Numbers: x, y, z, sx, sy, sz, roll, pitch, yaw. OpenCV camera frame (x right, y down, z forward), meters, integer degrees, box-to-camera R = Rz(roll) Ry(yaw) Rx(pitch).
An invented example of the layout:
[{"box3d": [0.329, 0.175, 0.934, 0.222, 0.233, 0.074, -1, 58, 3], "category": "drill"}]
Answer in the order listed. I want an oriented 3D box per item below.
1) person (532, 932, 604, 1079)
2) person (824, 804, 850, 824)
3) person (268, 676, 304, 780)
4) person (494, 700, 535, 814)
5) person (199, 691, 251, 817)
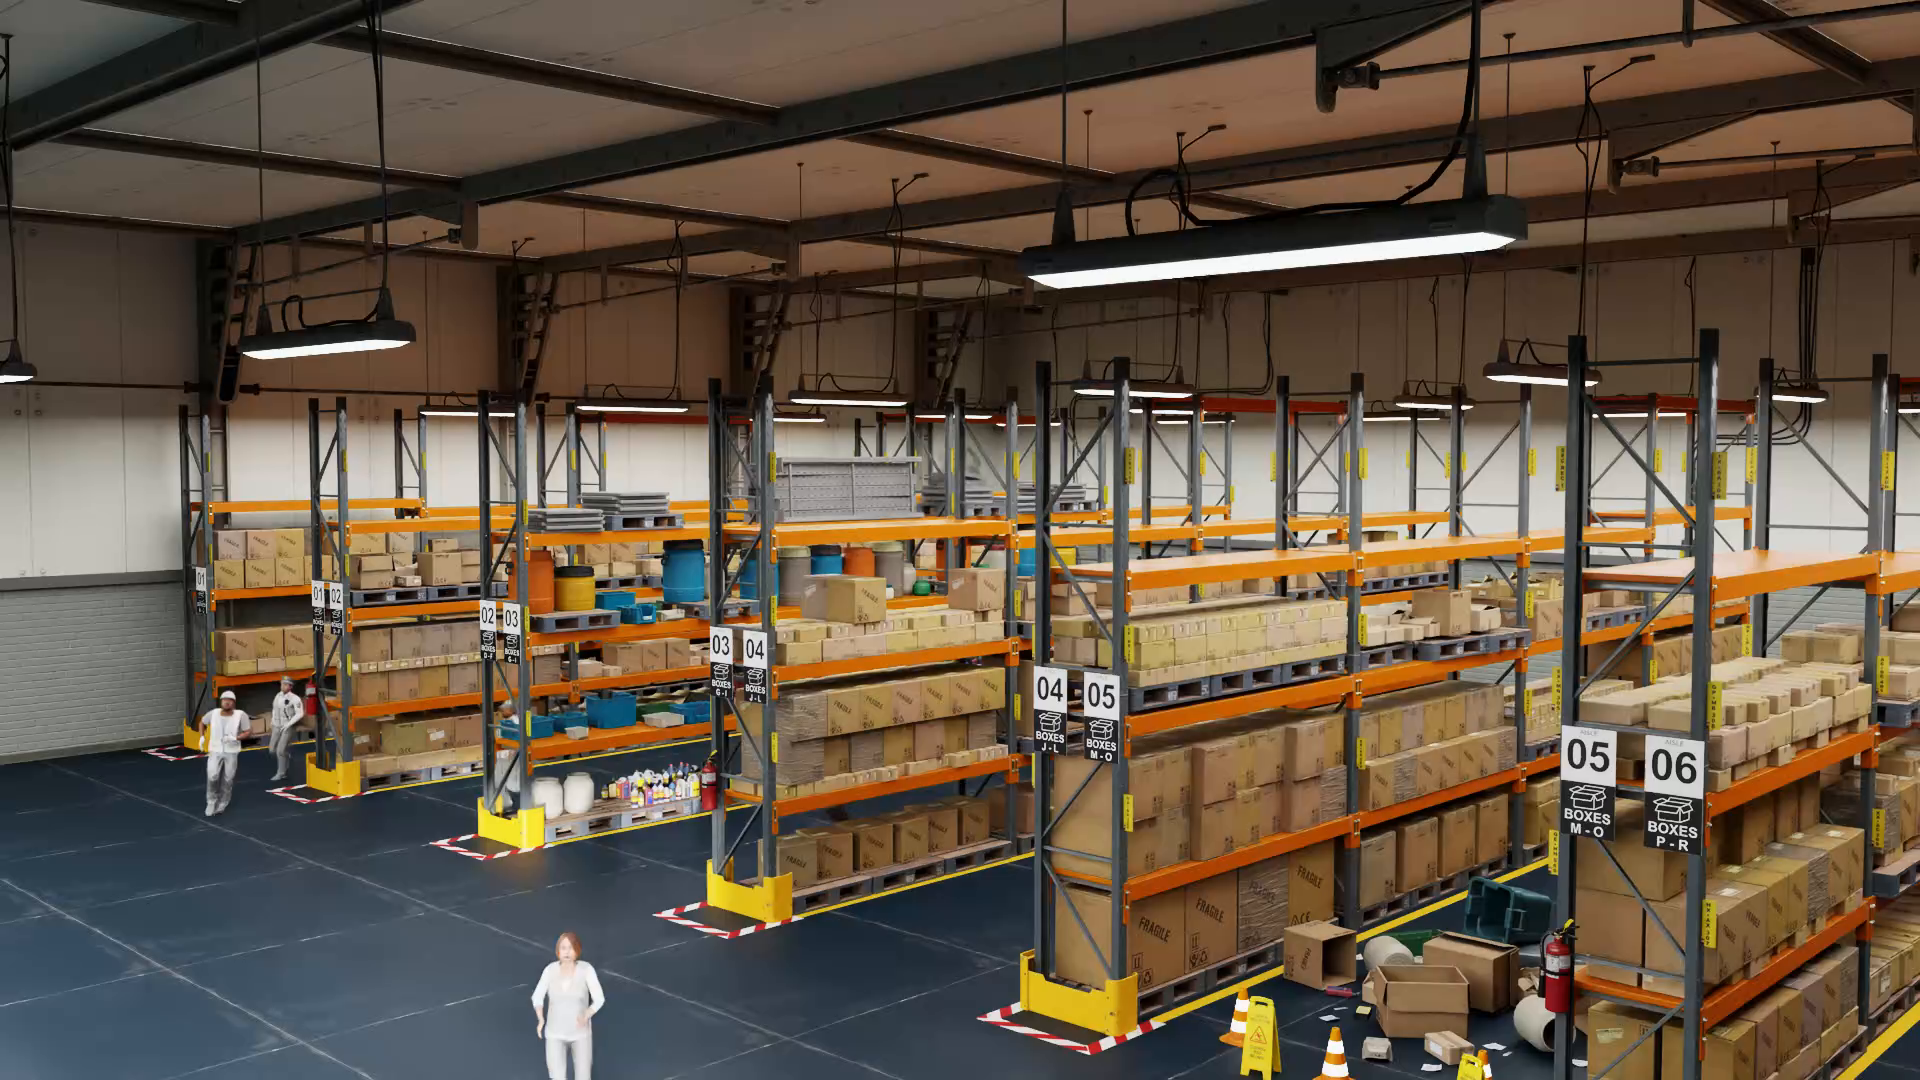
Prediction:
[{"box3d": [-2.958, 3.722, 12.541, 0.542, 1.553, 0.680, 0, 3, -8], "category": "person"}, {"box3d": [-1.616, 3.170, 21.831, 0.704, 1.748, 0.673, -3, 4, -44], "category": "person"}, {"box3d": [-10.660, 2.972, 26.357, 0.623, 1.679, 0.541, 1, 3, 16], "category": "person"}, {"box3d": [-6.398, 3.097, 23.843, 0.646, 1.622, 0.630, 3, 4, 42], "category": "person"}, {"box3d": [-10.480, 3.035, 23.719, 0.683, 1.763, 0.627, -1, 3, -23], "category": "person"}]
